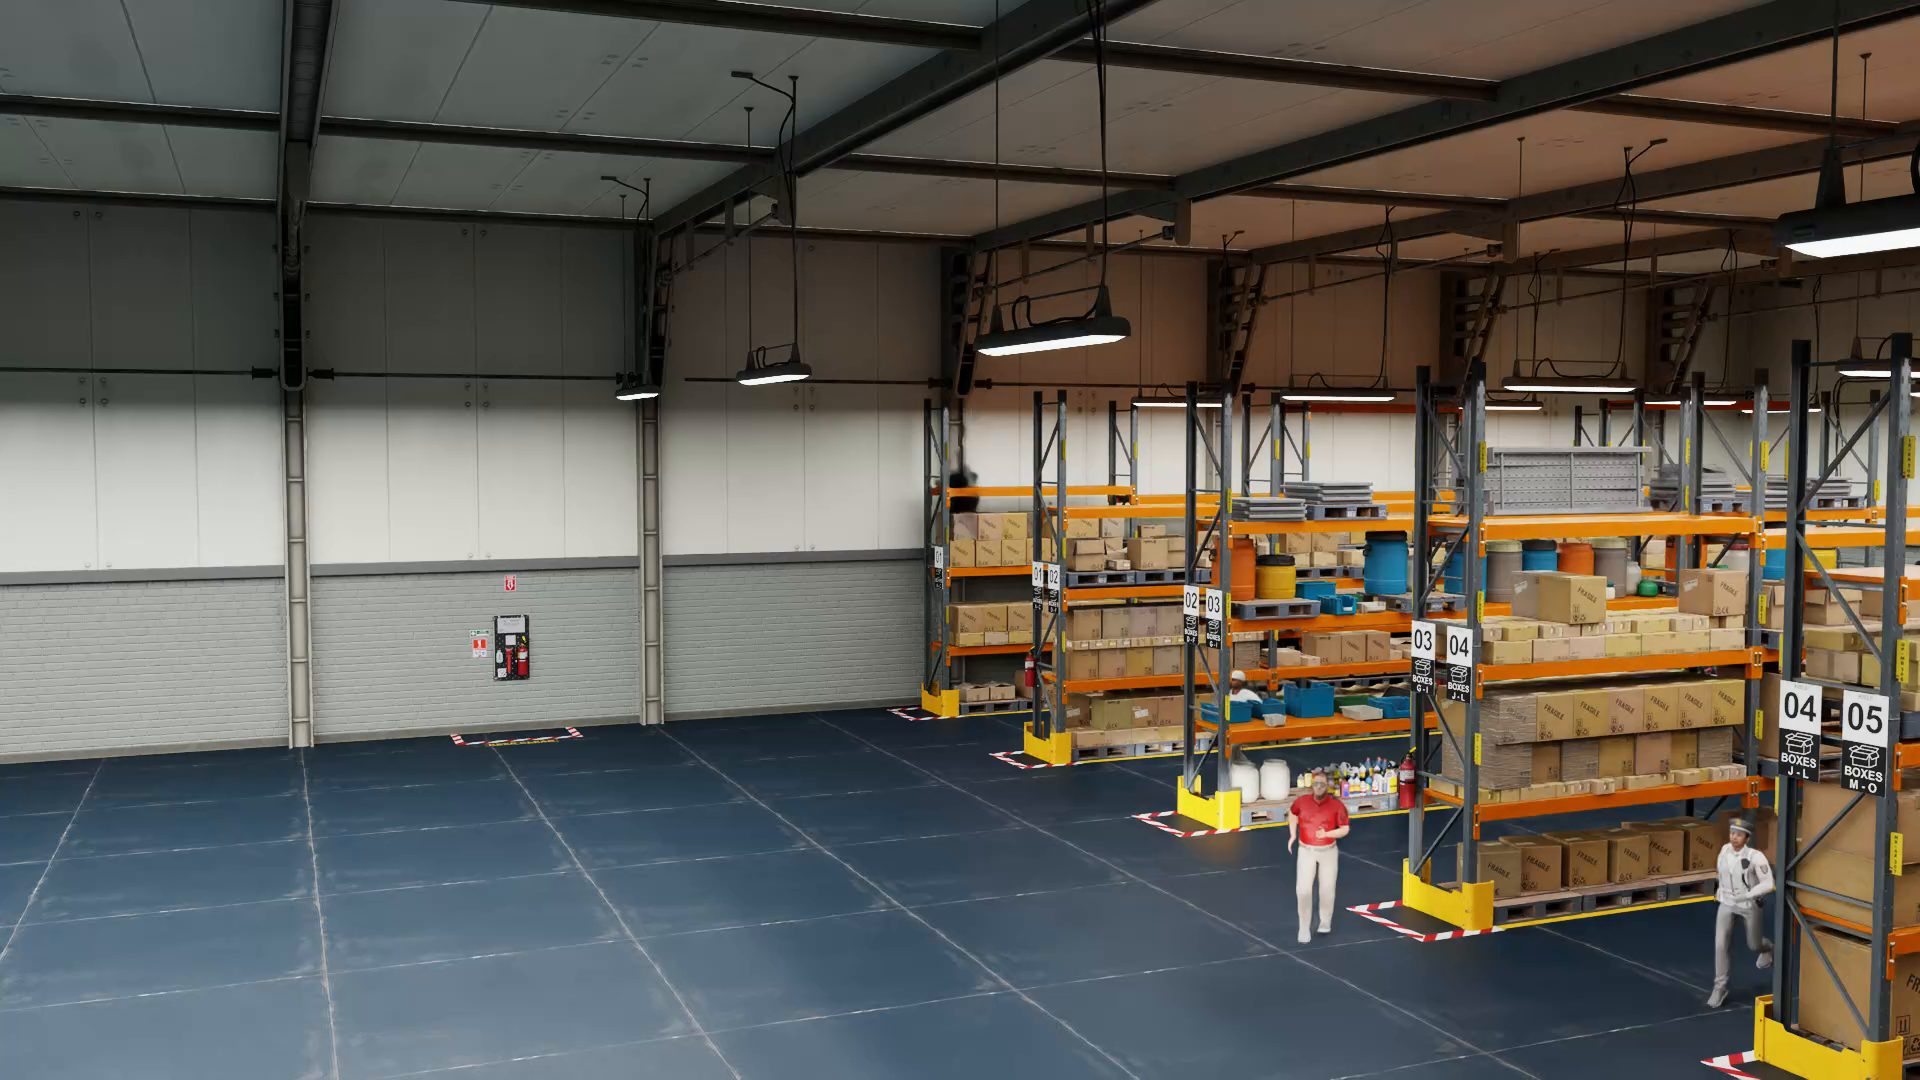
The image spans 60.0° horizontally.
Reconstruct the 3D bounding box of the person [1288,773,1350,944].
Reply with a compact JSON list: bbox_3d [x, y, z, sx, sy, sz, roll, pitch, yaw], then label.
[{"bbox_3d":[3.705,3.303,17.231,0.637,1.779,0.751,1,3,16],"label":"person"}]

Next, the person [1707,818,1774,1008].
[{"bbox_3d":[7.310,3.431,15.507,1.086,1.707,0.577,-3,5,-44],"label":"person"}]

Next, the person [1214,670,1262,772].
[{"bbox_3d":[4.073,2.829,24.546,0.739,1.822,0.678,-2,4,-24],"label":"person"}]
